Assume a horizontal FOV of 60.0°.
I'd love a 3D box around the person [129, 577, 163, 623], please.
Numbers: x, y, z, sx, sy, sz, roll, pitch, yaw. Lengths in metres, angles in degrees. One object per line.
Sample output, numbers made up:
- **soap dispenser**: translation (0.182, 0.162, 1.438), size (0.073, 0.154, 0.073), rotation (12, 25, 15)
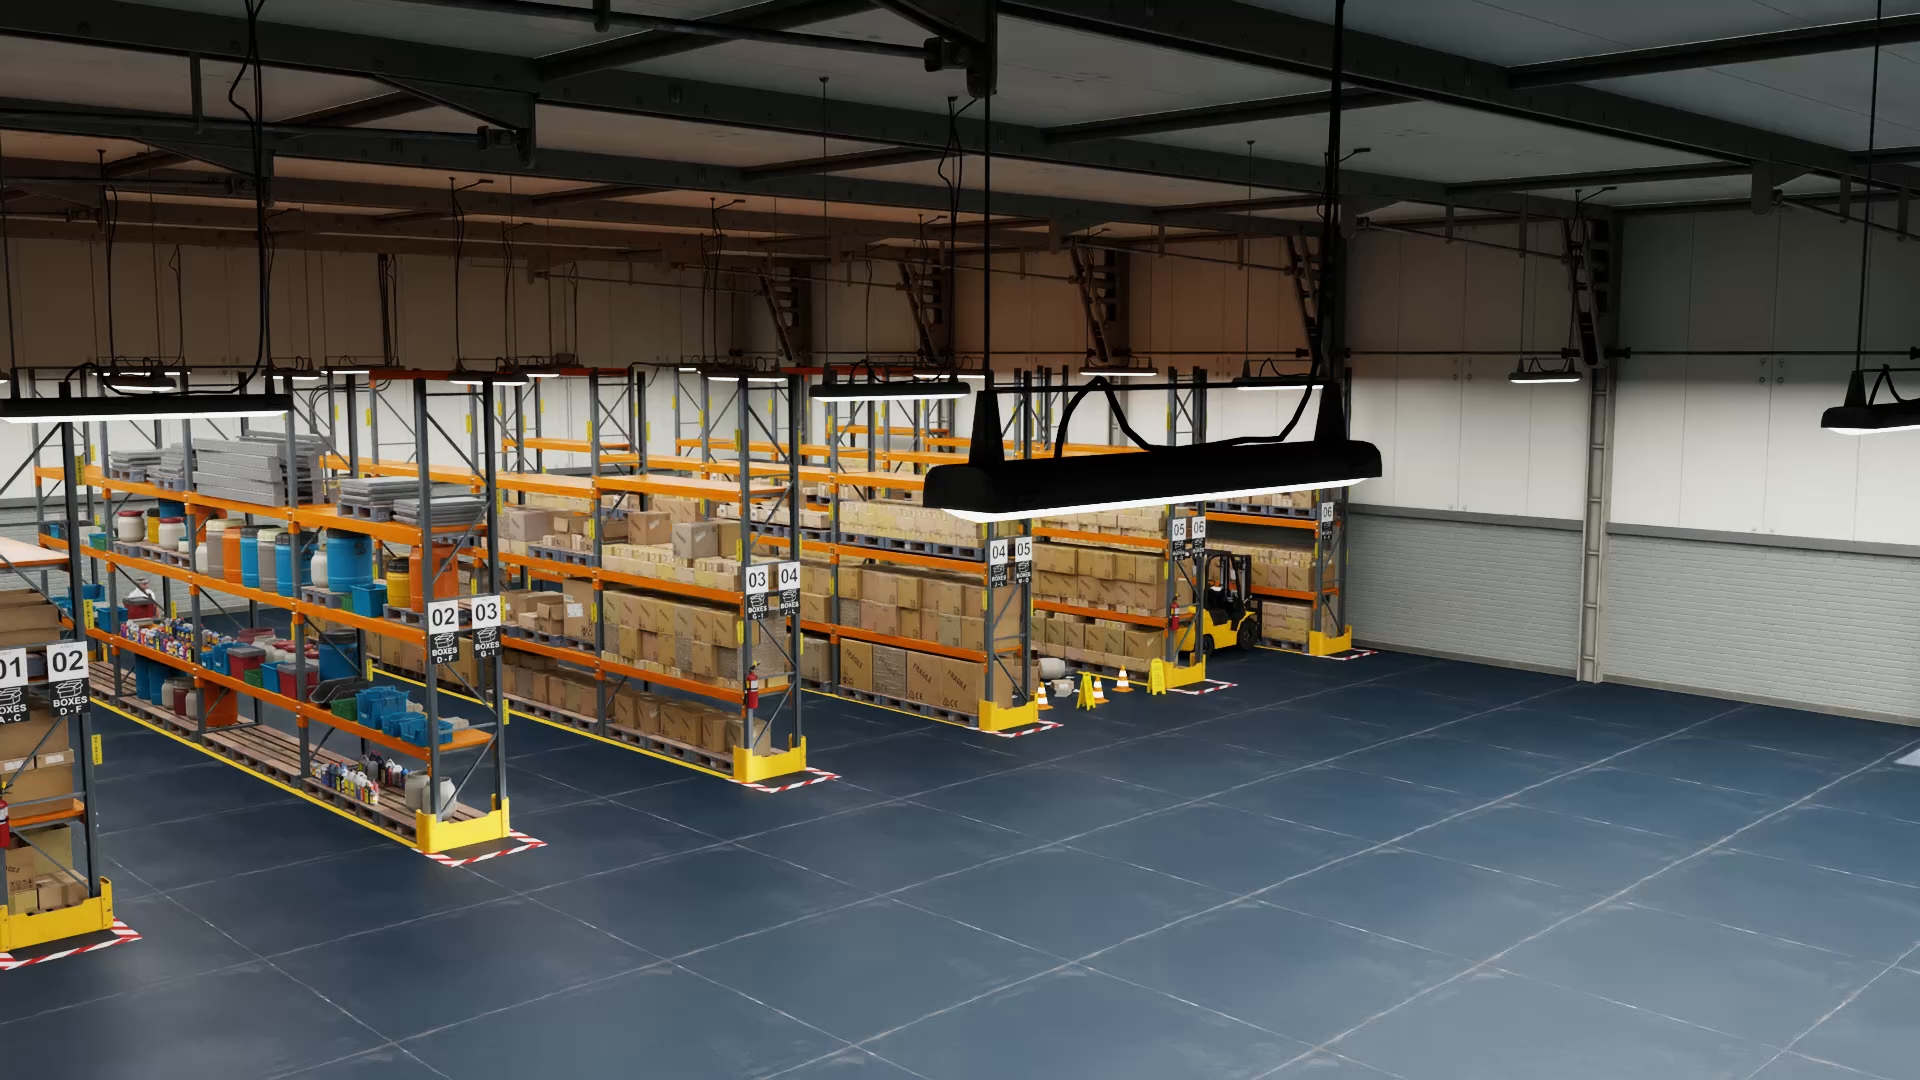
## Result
- **person**: translation (-16.806, 1.604, 34.267), size (1.078, 1.690, 0.642), rotation (6, 9, 42)
